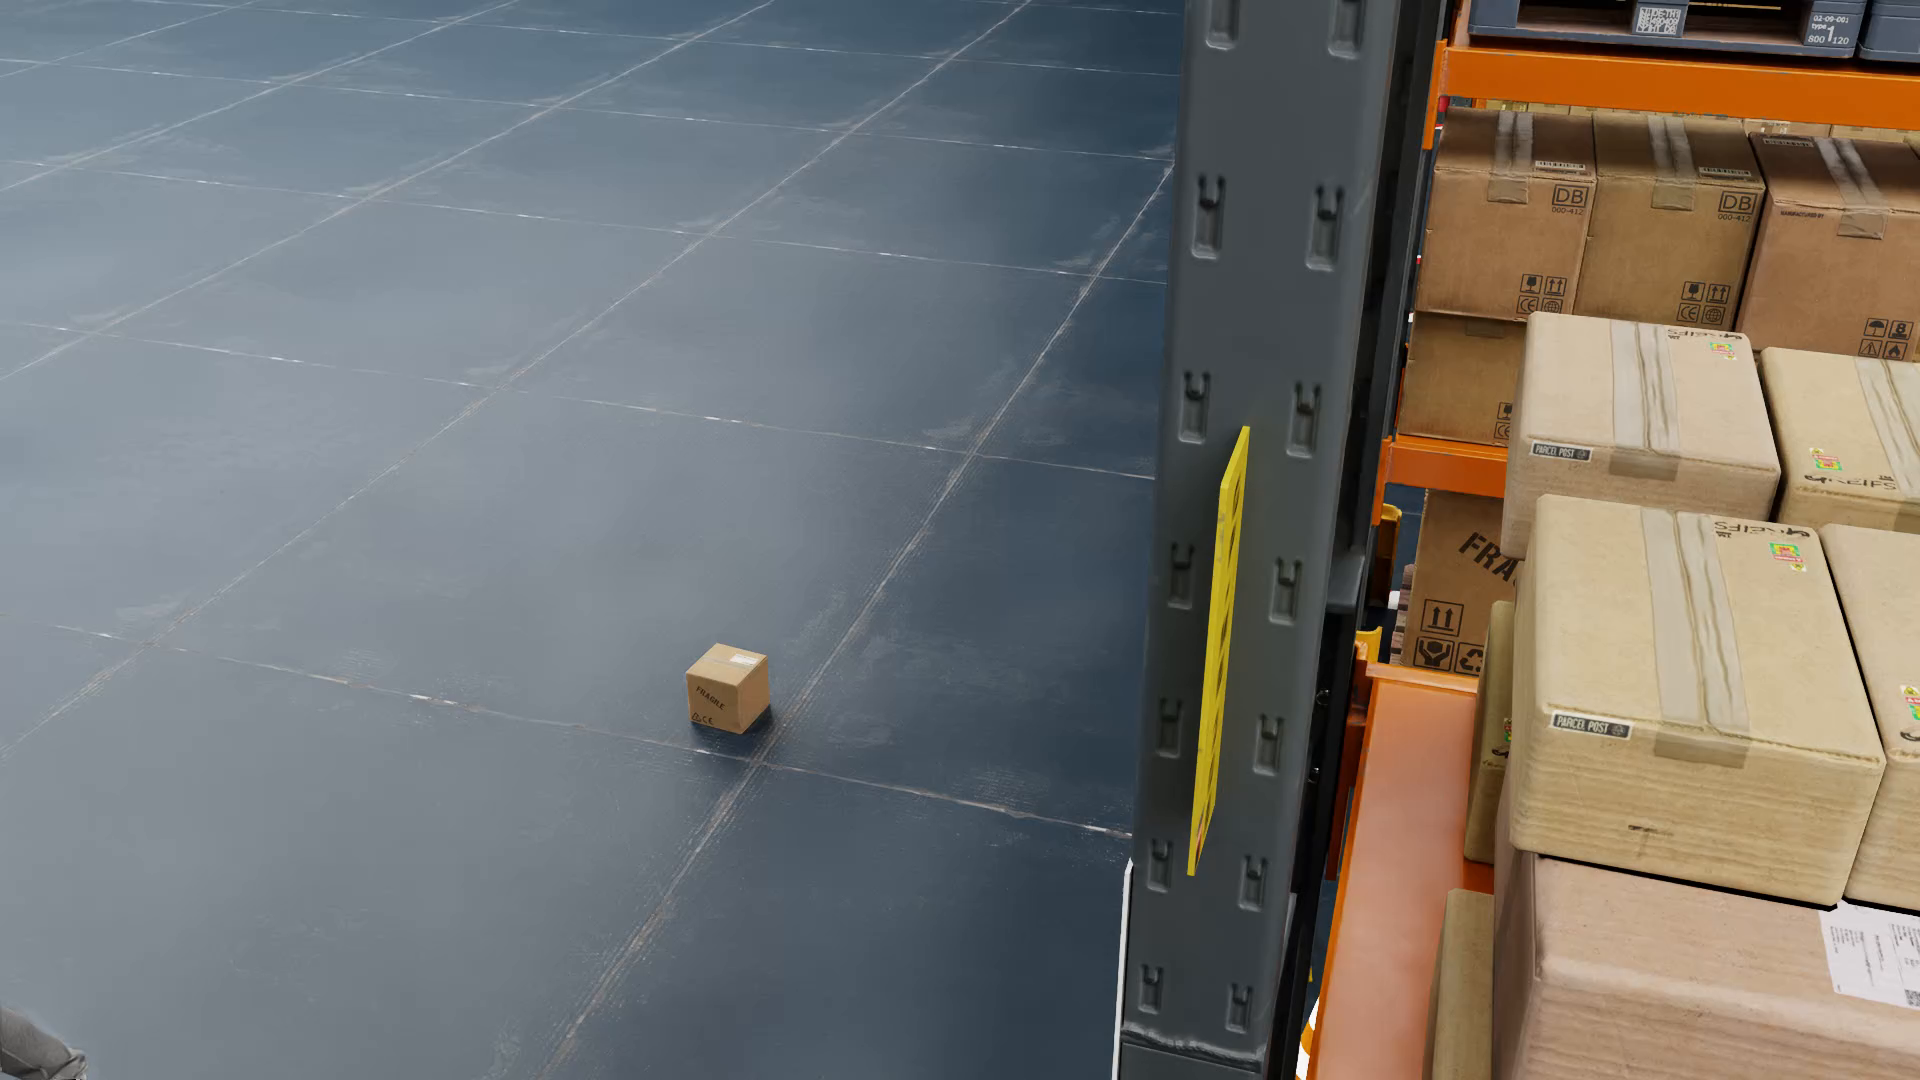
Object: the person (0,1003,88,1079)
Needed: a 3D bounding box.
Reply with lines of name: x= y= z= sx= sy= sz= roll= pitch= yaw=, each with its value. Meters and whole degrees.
person: x=-3.067 y=1.154 z=4.506 sx=1.013 sy=1.717 sz=0.537 roll=-25 pitch=38 yaw=-38
